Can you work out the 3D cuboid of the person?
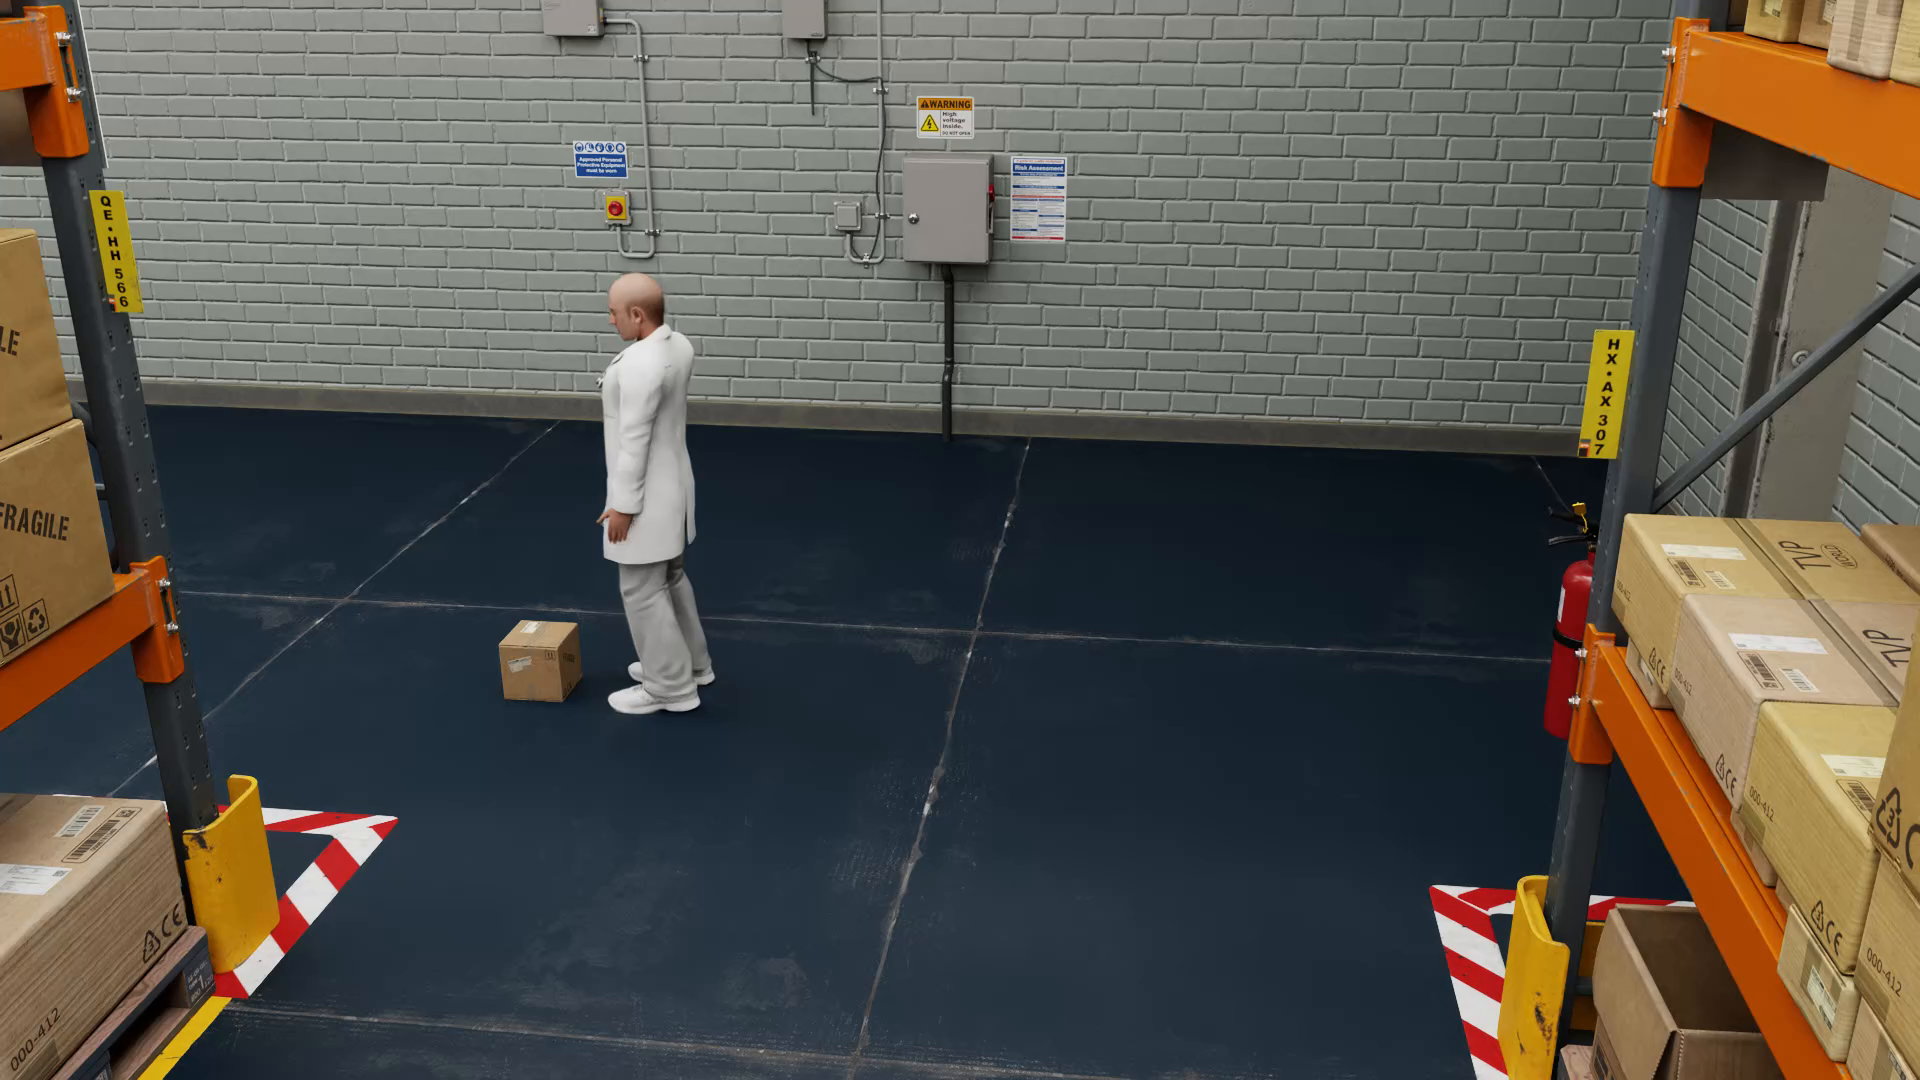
[{"bbox_3d":[-1.239,-0.176,6.579,0.383,1.777,0.562,3,21,7],"label":"person"}]
